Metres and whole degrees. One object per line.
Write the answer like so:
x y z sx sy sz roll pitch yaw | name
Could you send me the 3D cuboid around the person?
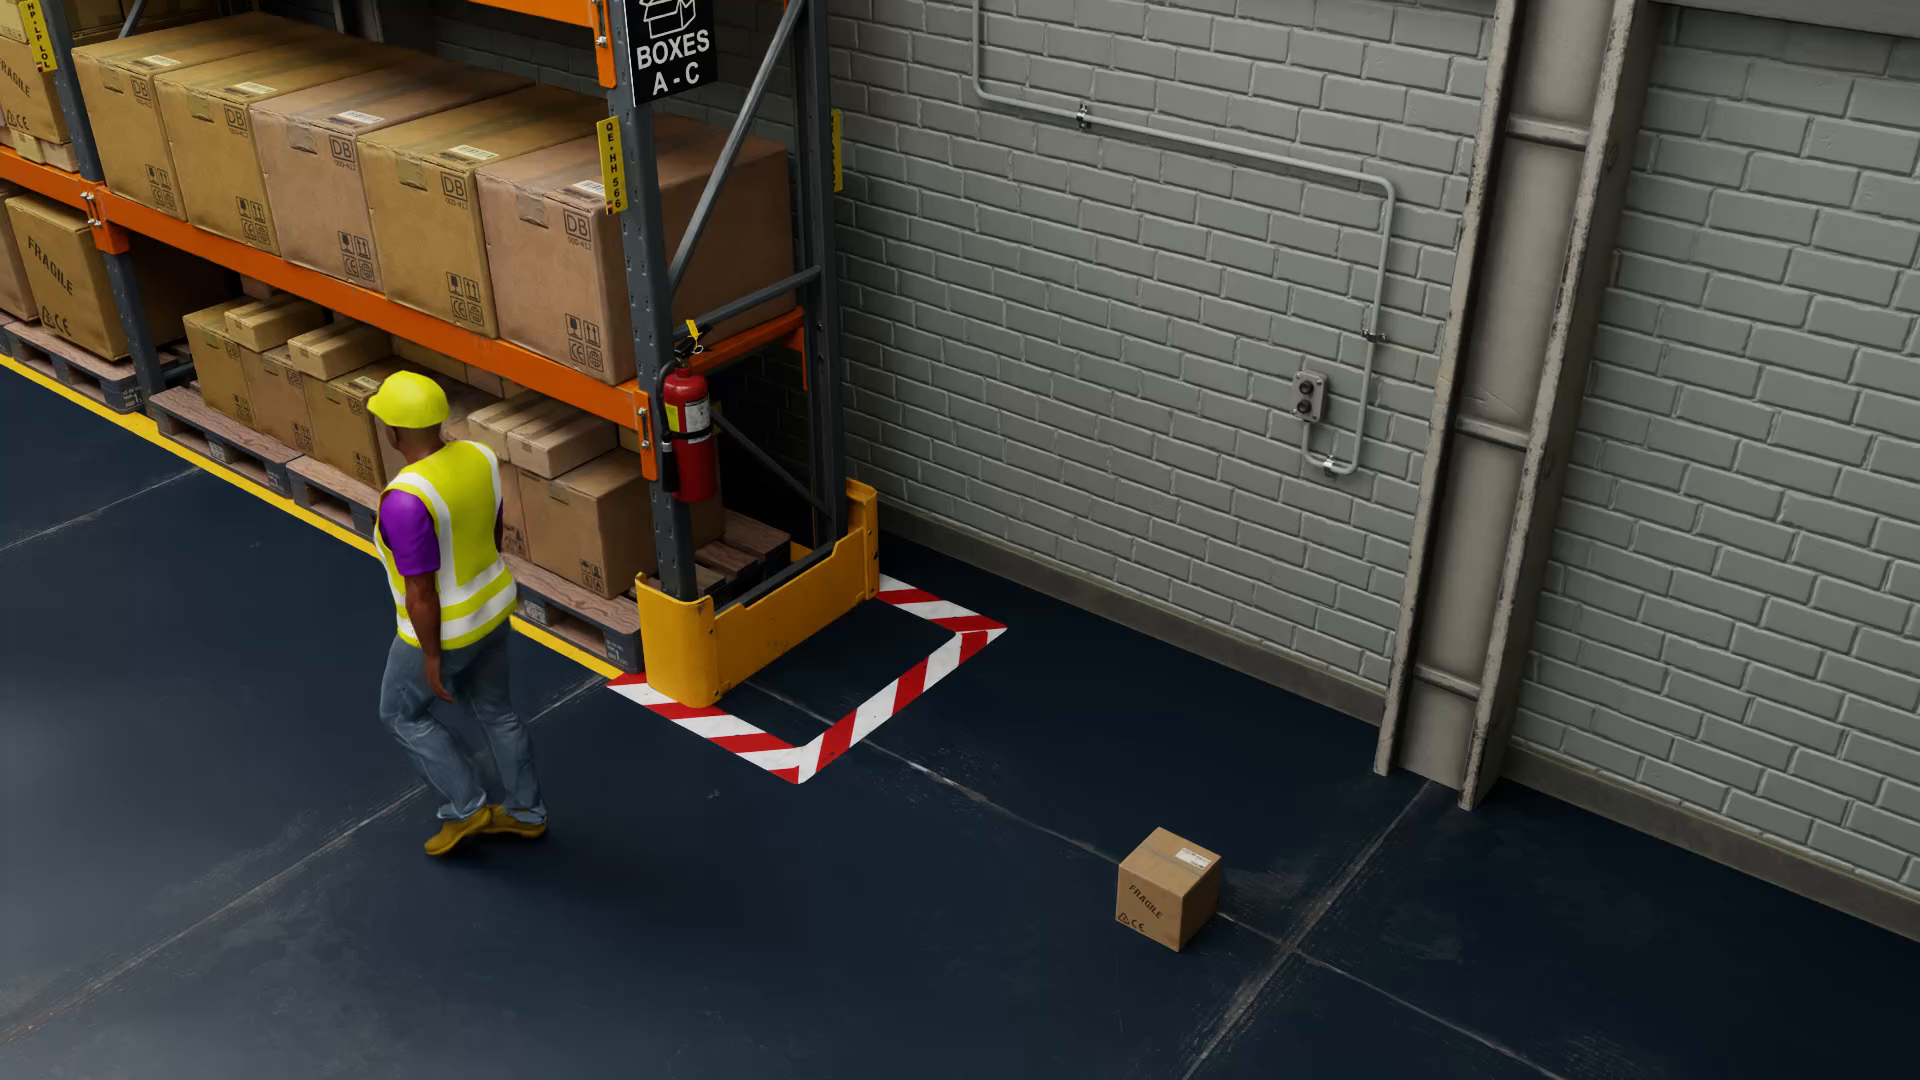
-1.696 0.272 5.641 0.497 1.794 0.593 12 33 19 | person
